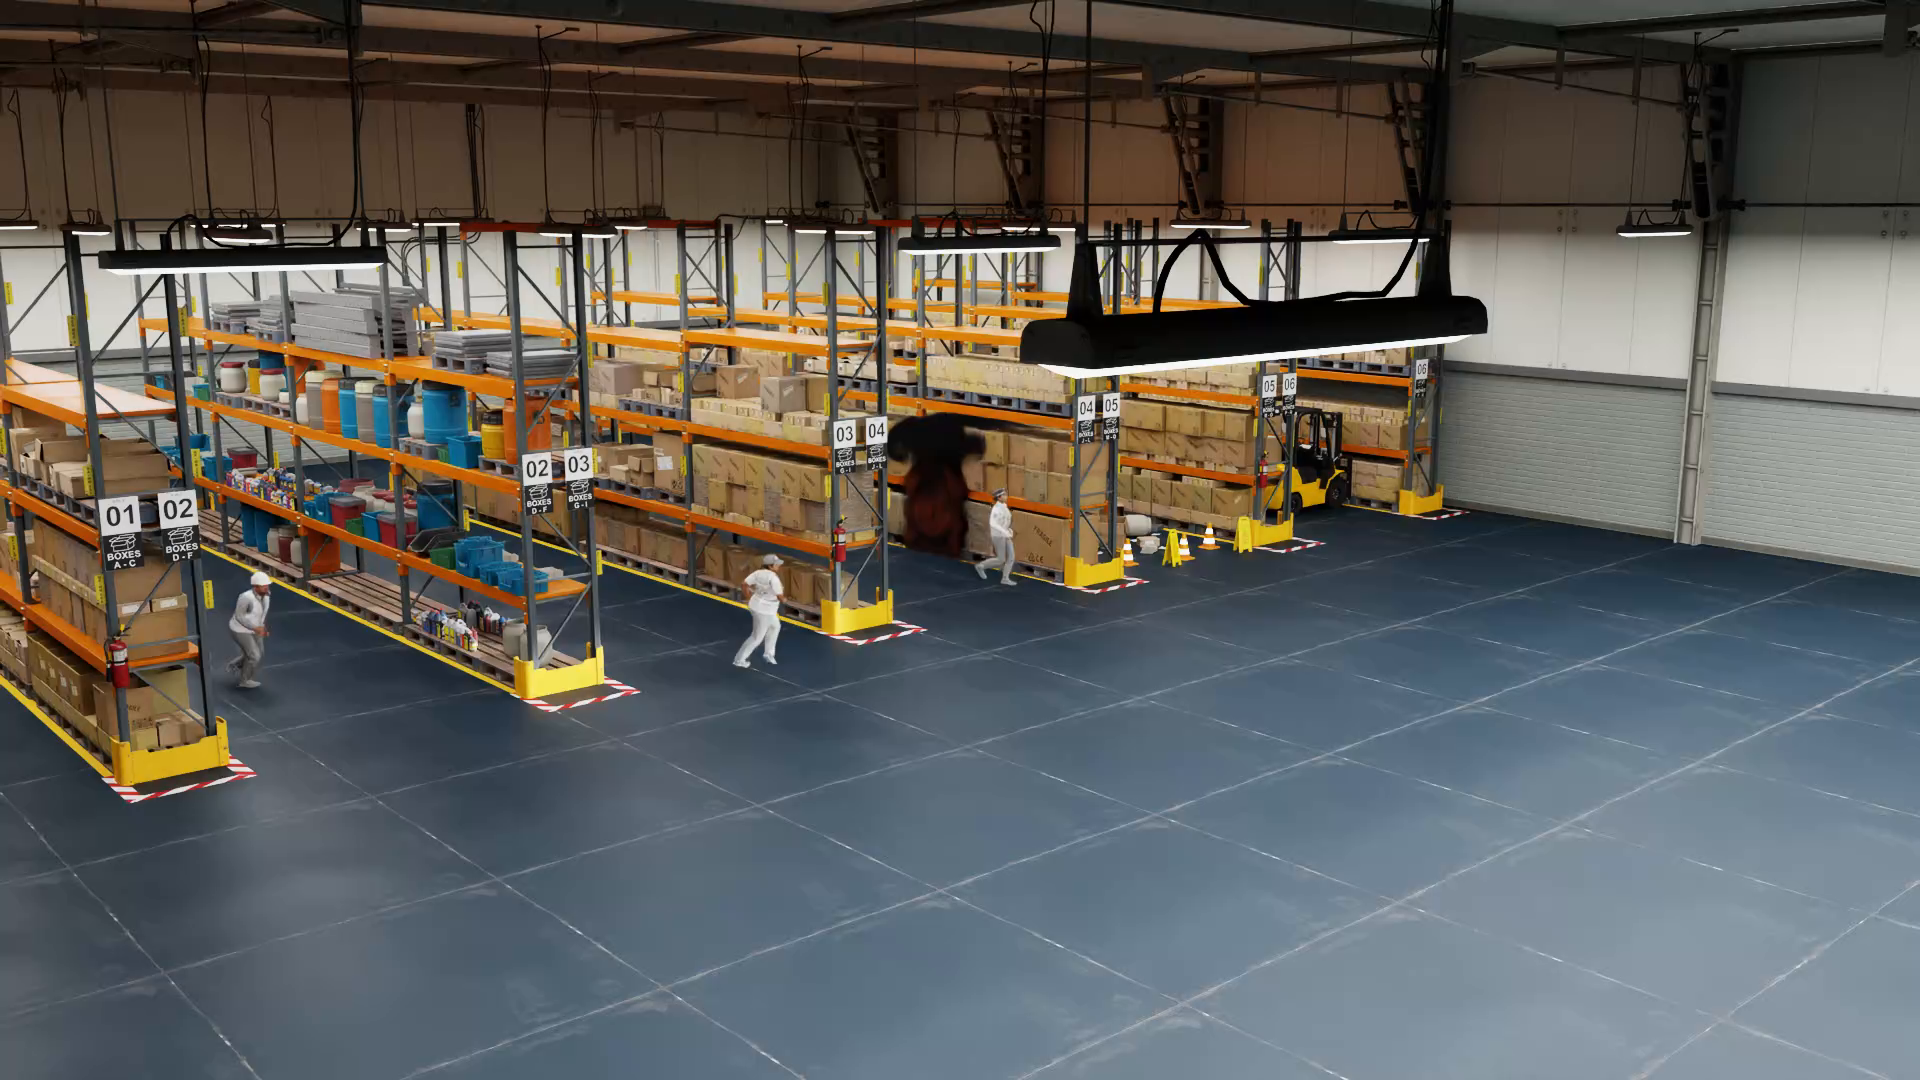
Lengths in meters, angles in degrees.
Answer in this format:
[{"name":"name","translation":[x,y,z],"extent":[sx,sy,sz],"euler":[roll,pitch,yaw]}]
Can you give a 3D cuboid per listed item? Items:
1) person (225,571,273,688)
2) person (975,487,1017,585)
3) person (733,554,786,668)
[{"name":"person","translation":[-9.404,1.173,21.973],"extent":[0.915,1.609,0.628],"euler":[2,12,9]},{"name":"person","translation":[0.619,-0.073,27.654],"extent":[0.719,1.662,0.629],"euler":[4,12,20]},{"name":"person","translation":[-2.742,1.019,22.792],"extent":[0.737,1.676,0.691],"euler":[-6,13,-29]}]
